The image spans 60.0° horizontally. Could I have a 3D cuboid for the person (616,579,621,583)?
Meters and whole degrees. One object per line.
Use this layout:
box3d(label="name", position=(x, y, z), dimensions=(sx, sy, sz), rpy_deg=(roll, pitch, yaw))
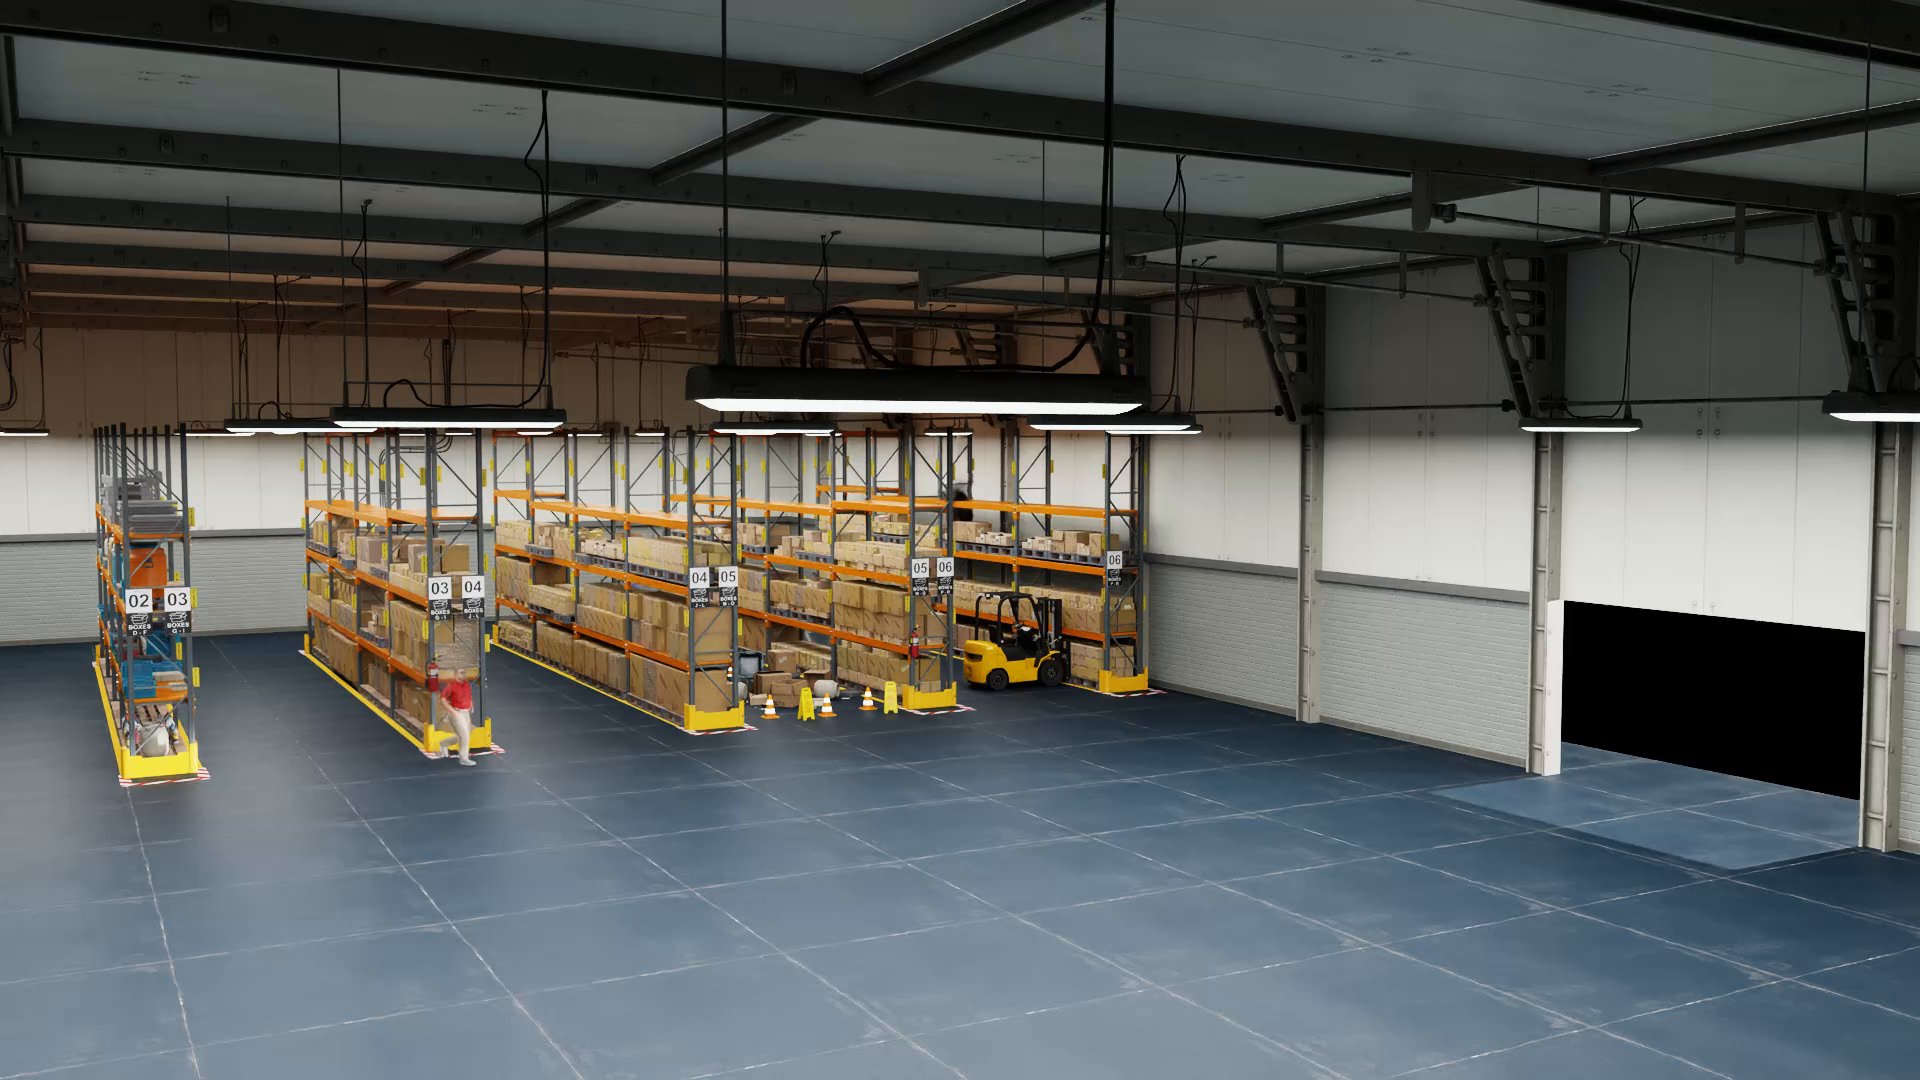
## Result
box3d(label="person", position=(-10.302, 1.877, 49.945), dimensions=(0.655, 1.641, 0.550), rpy_deg=(-2, 4, -26))

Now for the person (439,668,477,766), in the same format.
box3d(label="person", position=(-8.859, 3.095, 29.305), dimensions=(0.811, 1.713, 0.667), rpy_deg=(1, 4, 21))

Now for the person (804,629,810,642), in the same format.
box3d(label="person", position=(-4.423, 2.136, 45.710), dimensions=(0.628, 1.684, 0.803), rpy_deg=(-2, 4, -31))
